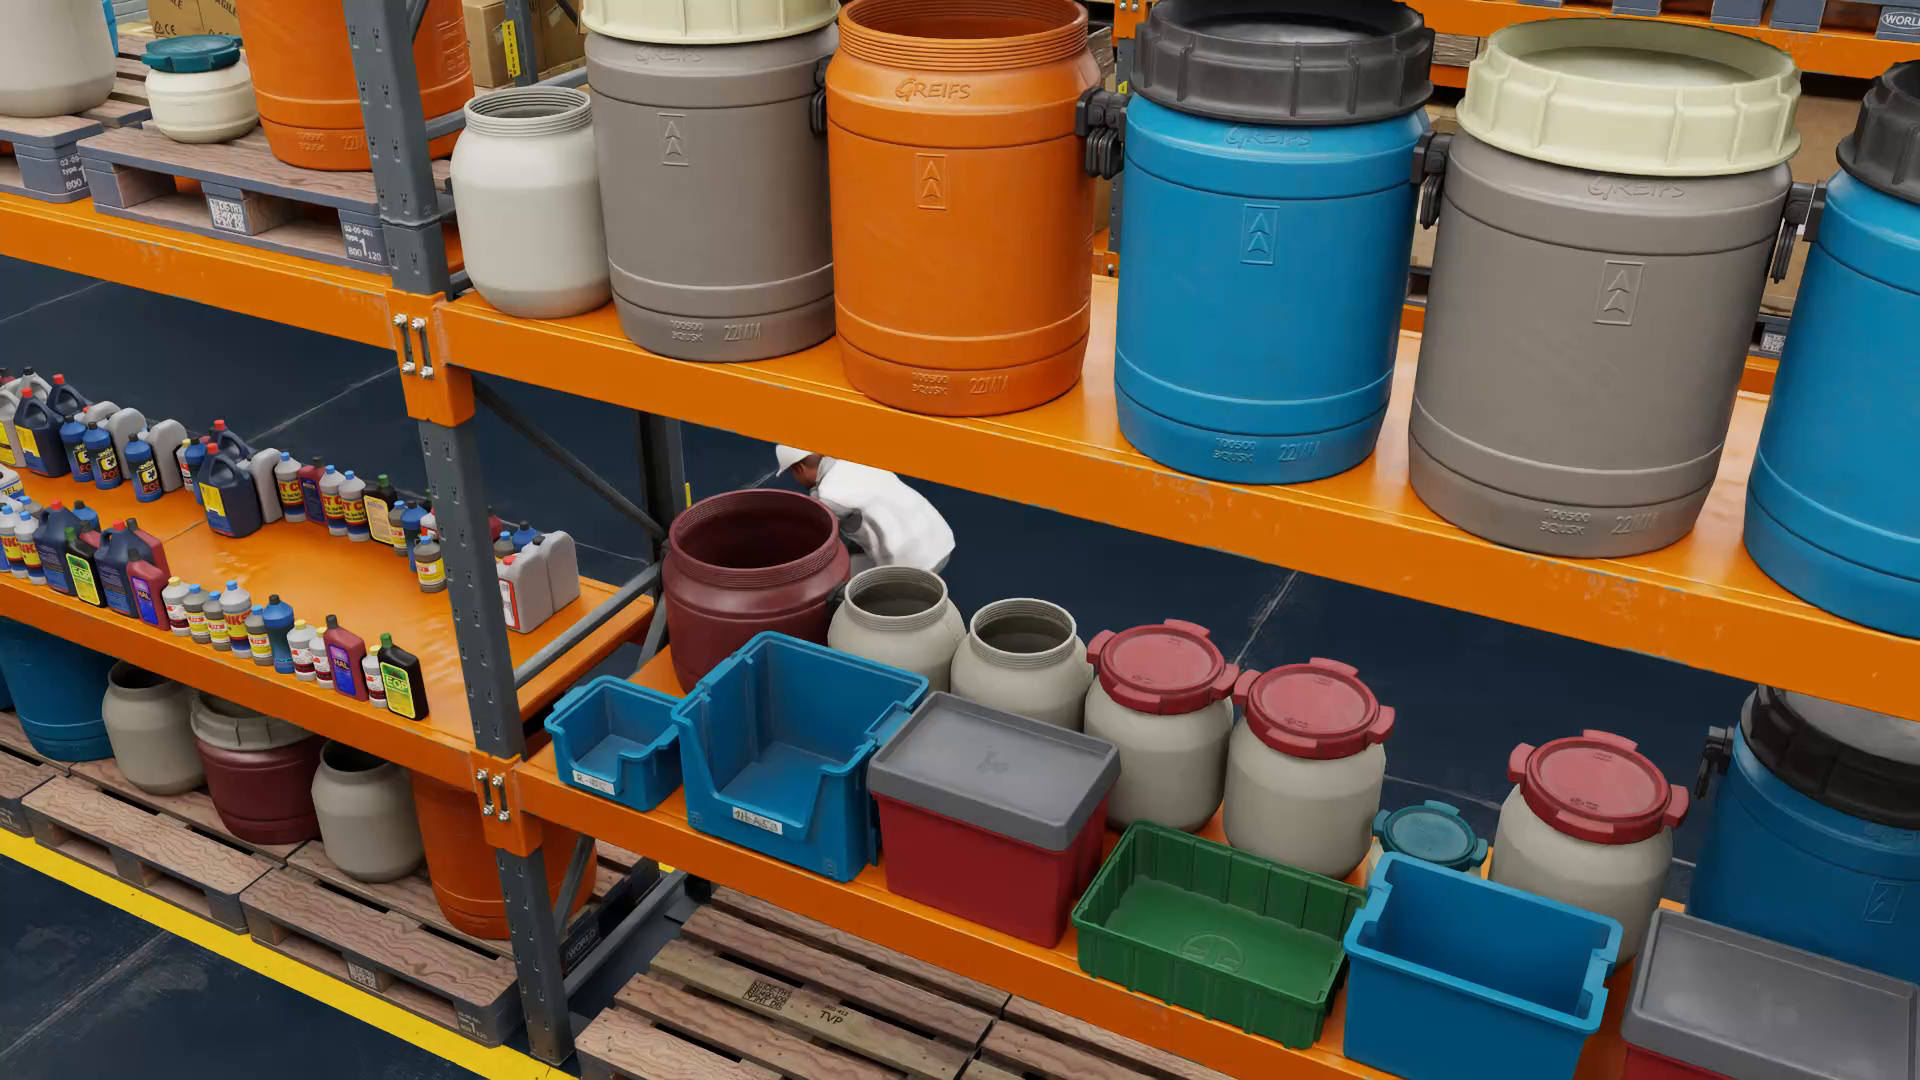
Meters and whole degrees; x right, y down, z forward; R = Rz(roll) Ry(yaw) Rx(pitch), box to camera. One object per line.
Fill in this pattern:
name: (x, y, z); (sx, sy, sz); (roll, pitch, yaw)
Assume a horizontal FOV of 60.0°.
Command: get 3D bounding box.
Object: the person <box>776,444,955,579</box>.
person: (-0.476, -0.038, 7.950); (0.883, 1.011, 0.523); (14, 33, 23)
